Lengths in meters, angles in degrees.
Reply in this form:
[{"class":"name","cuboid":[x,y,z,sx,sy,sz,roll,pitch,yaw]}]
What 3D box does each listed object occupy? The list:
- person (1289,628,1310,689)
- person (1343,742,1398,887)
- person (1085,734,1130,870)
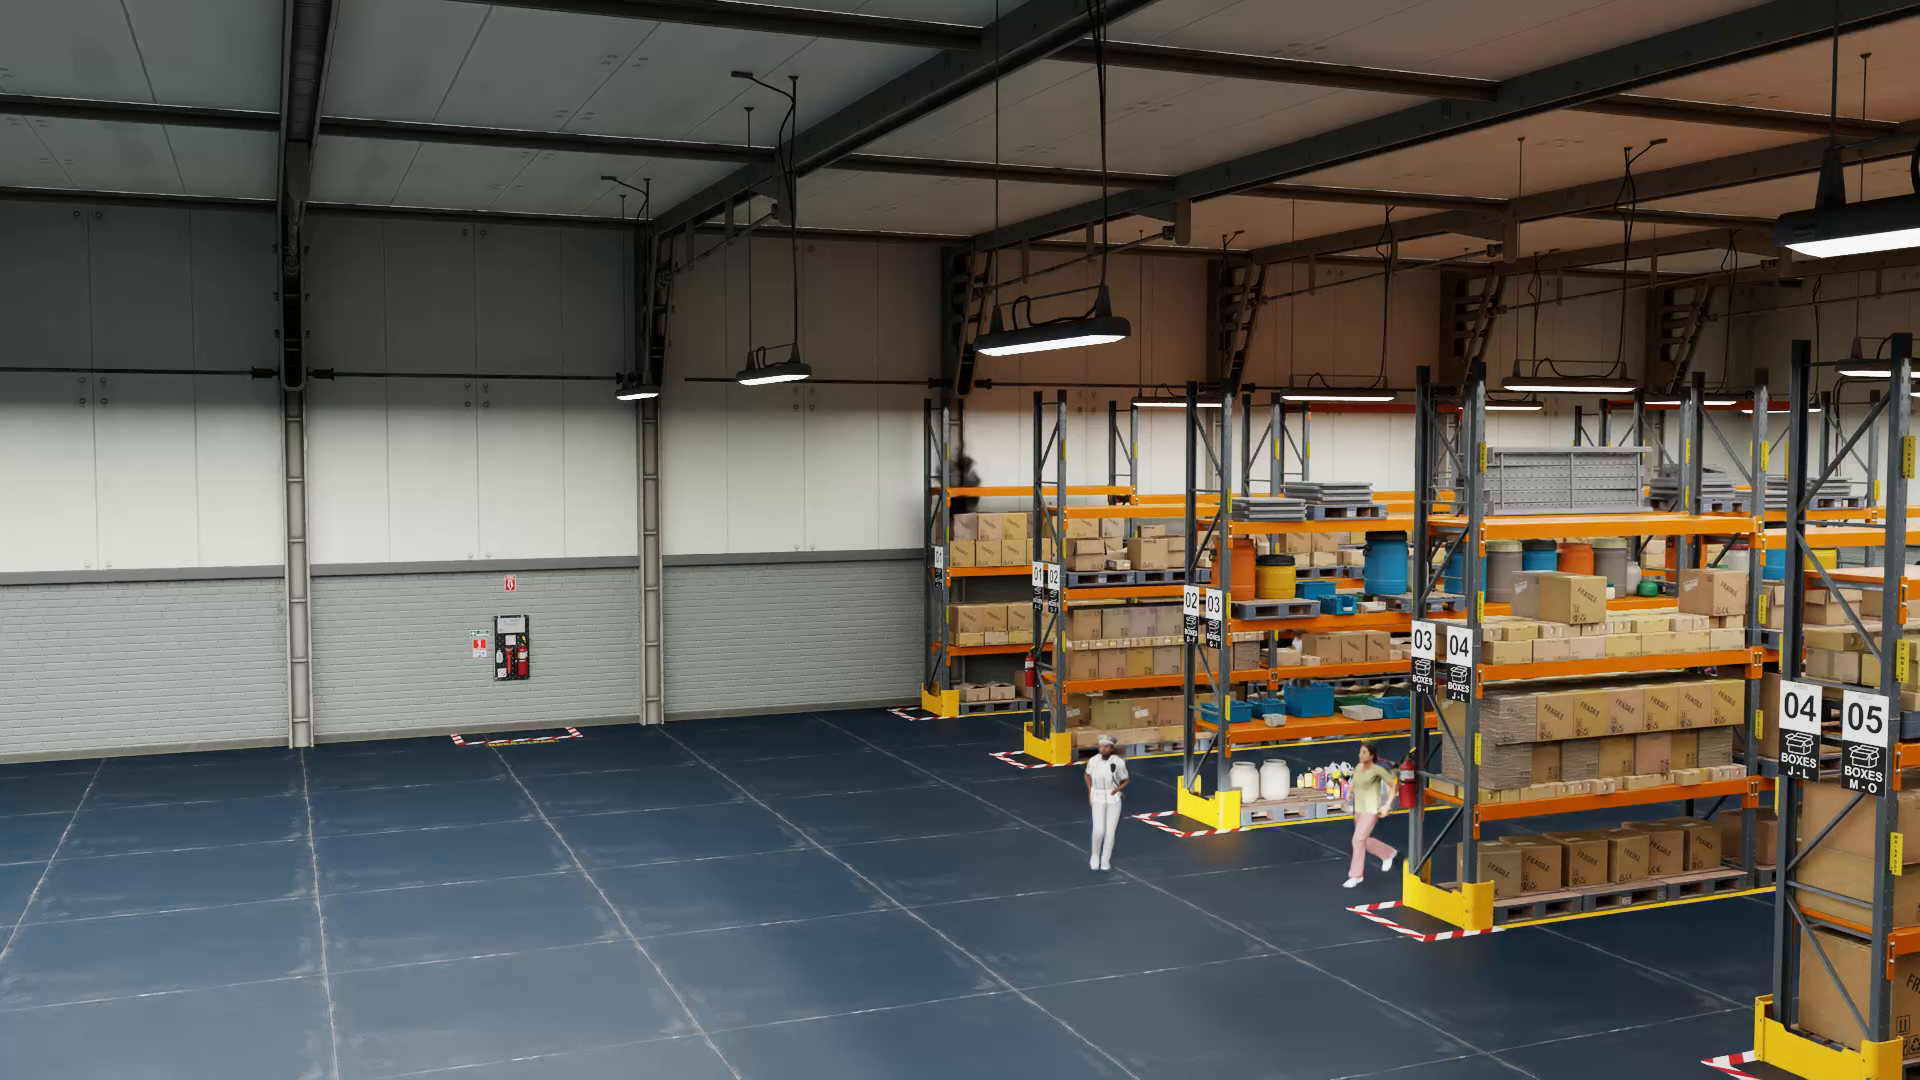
[{"class":"person","cuboid":[6.512,2.432,31.676,0.784,1.763,0.690,-1,4,-23]},{"class":"person","cuboid":[4.812,3.202,19.520,0.834,1.668,0.616,-2,4,-27]},{"class":"person","cuboid":[1.755,3.151,19.930,0.555,1.675,0.624,0,3,8]}]
